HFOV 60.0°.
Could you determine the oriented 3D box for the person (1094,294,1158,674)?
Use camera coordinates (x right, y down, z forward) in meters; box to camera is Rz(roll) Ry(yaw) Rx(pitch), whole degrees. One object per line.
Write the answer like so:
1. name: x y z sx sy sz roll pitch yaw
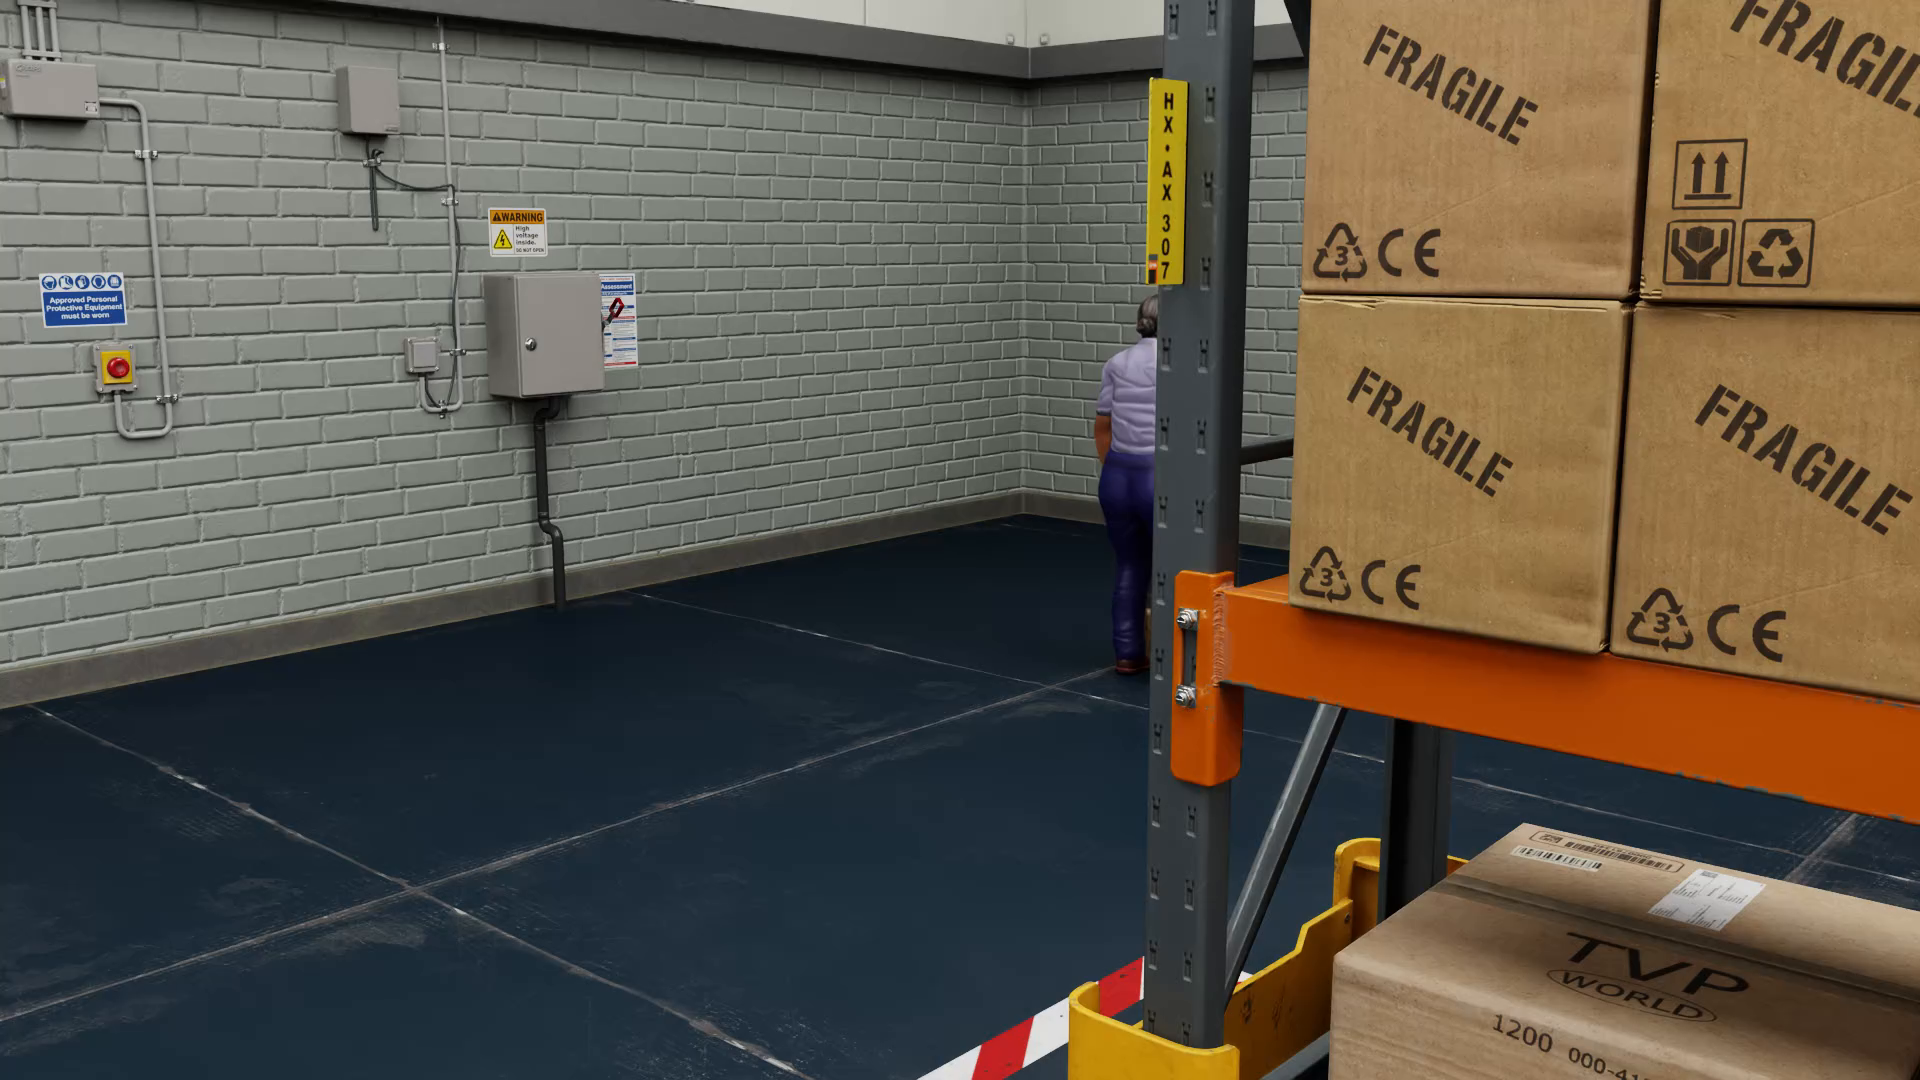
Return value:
1. person: 0.840 -0.217 7.126 0.530 1.652 0.422 8 13 39
